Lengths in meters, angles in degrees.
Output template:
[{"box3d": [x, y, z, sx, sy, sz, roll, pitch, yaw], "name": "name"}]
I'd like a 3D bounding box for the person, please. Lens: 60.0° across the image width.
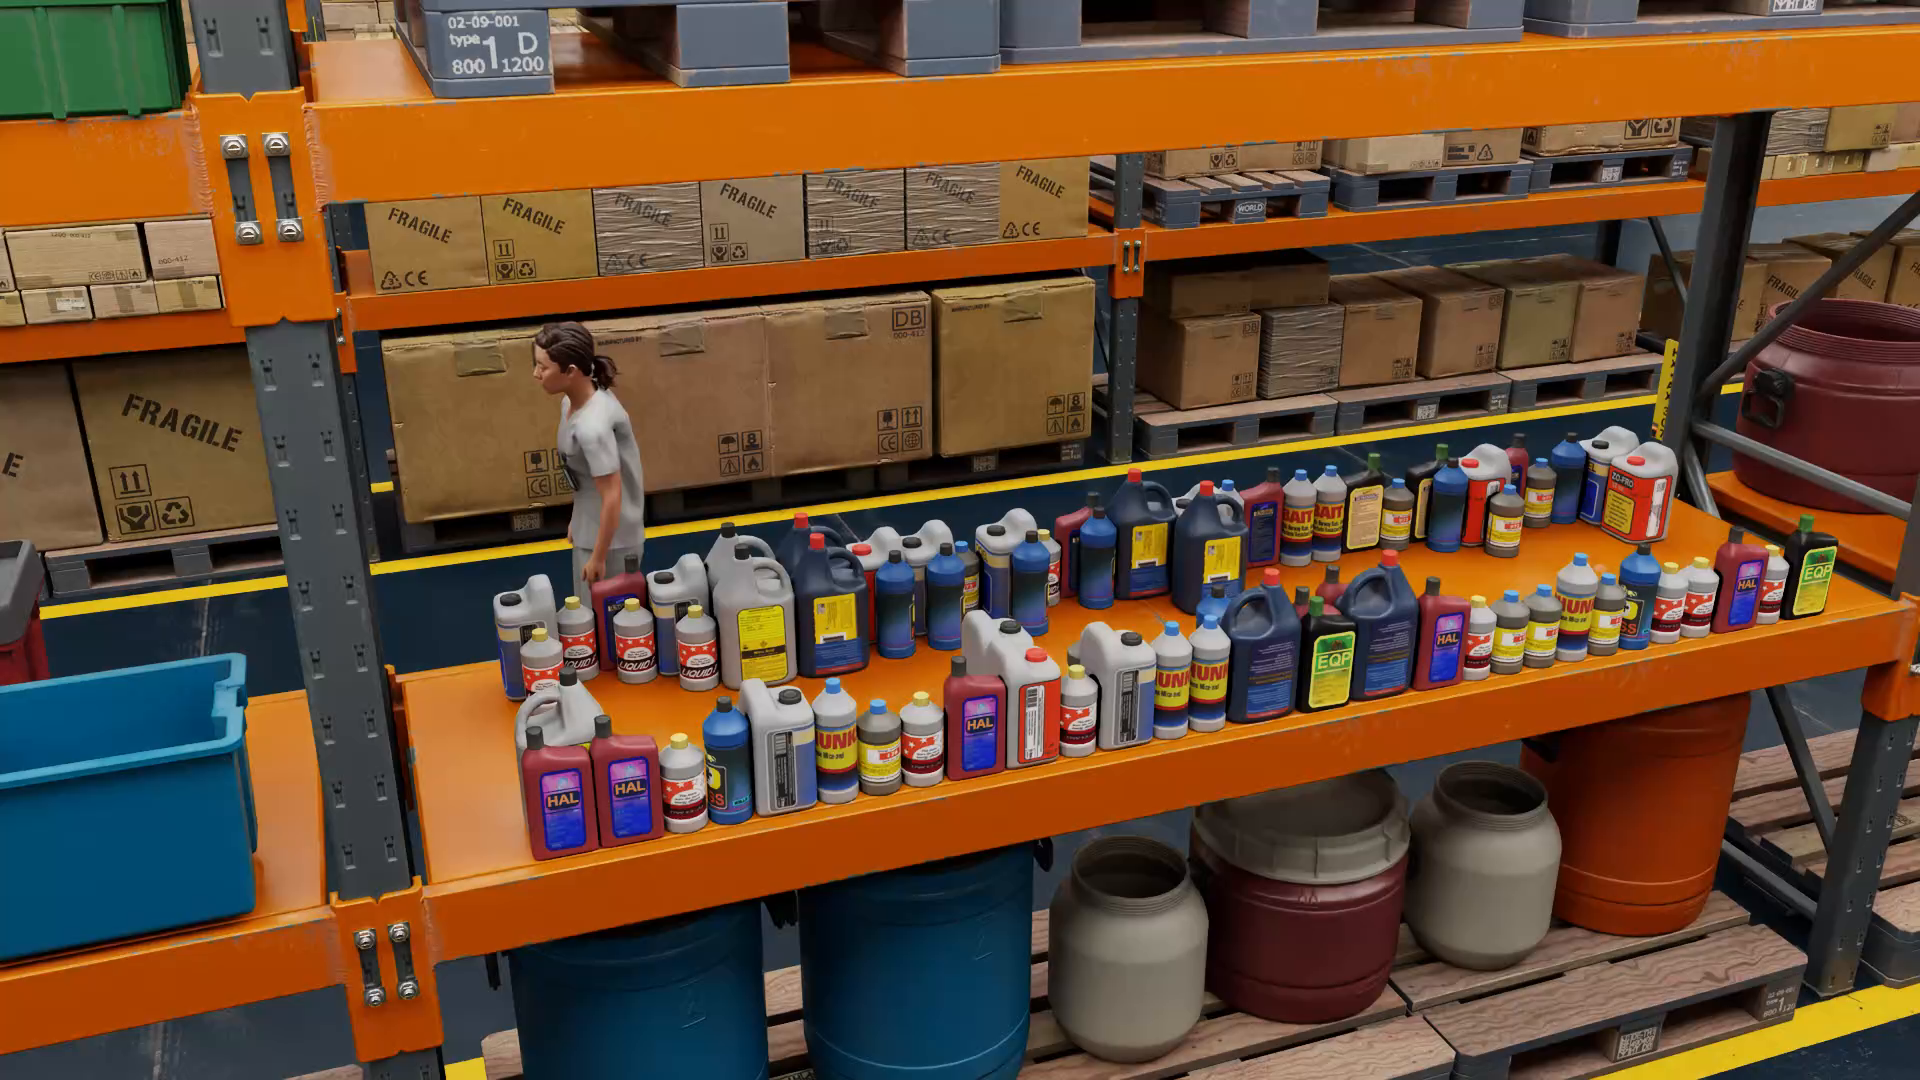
[{"box3d": [-1.328, 0.005, 6.082, 0.356, 1.673, 0.487, -8, 24, -19], "name": "person"}]
